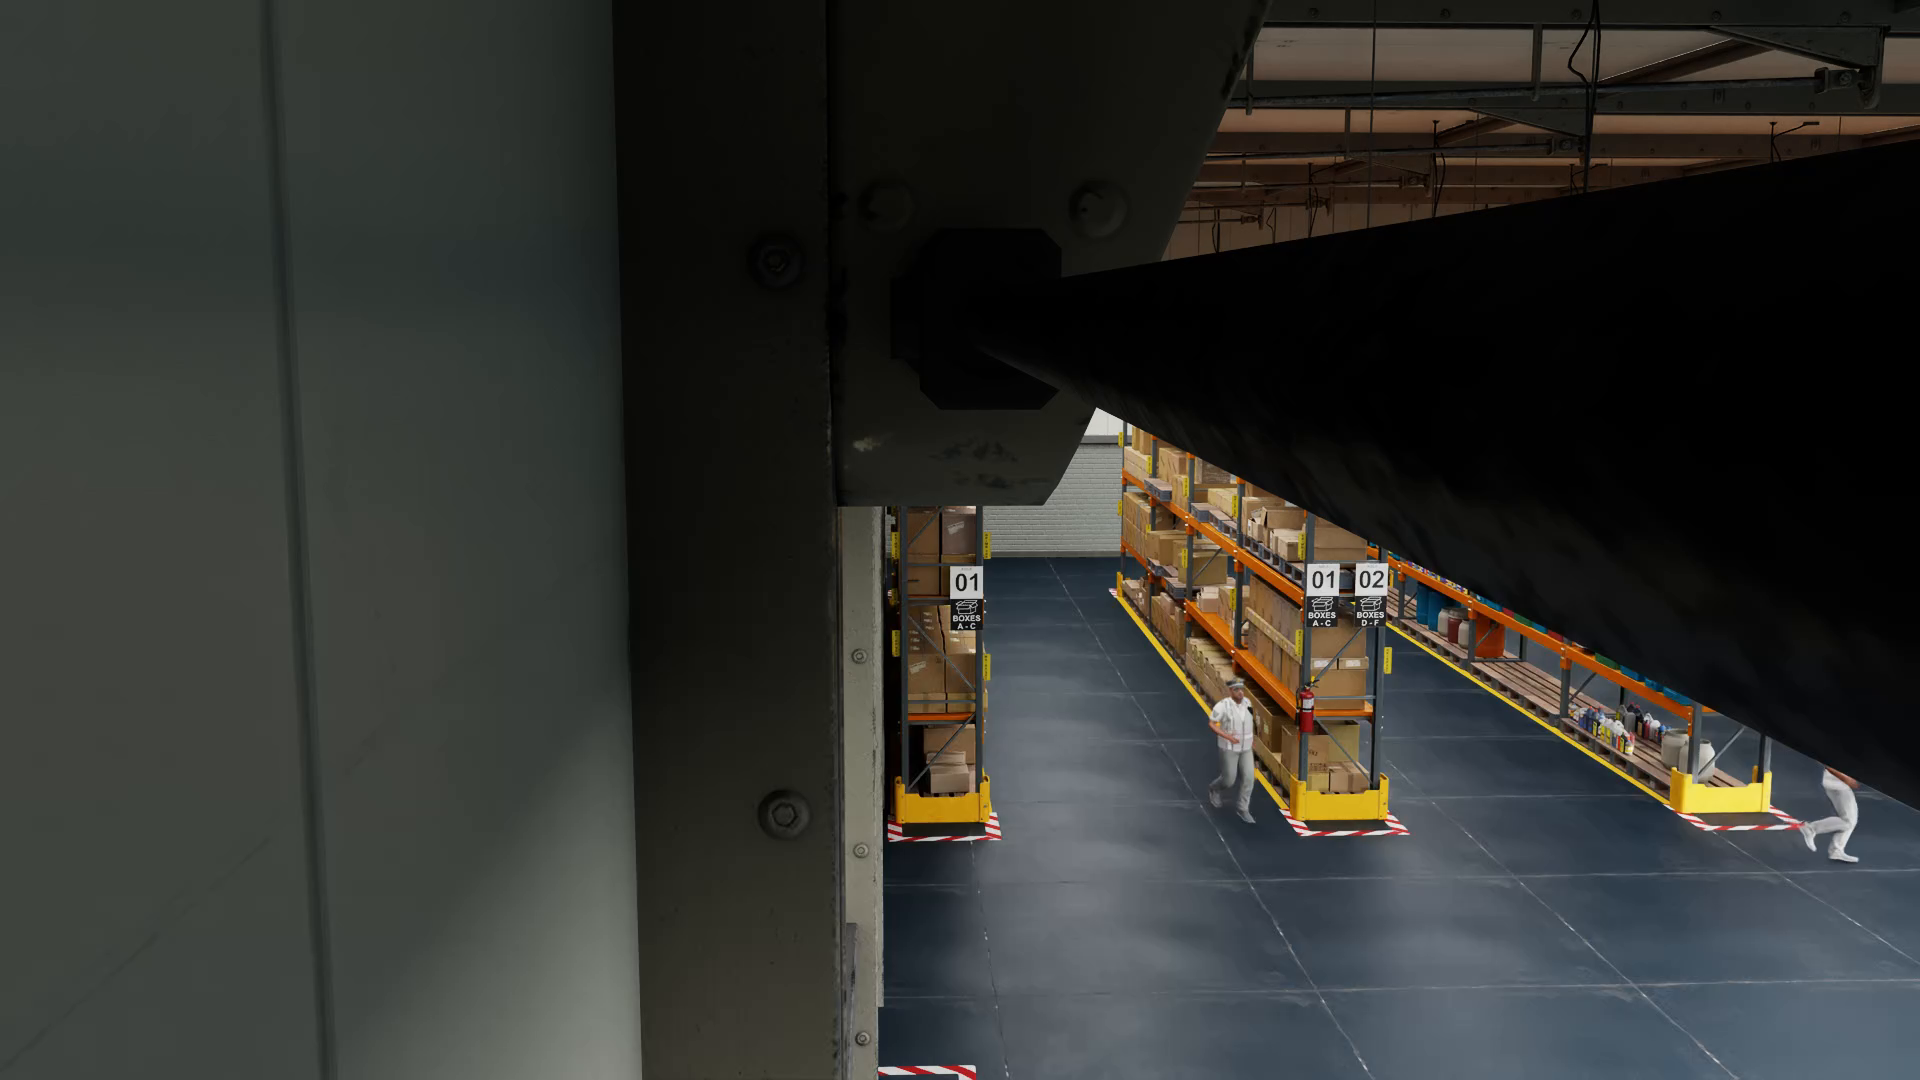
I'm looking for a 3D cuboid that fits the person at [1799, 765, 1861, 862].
[{"bbox_3d":[10.046,2.811,19.134,0.626,1.719,0.729,4,9,28],"label":"person"}]

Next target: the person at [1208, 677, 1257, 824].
[{"bbox_3d":[3.403,2.574,20.687,0.668,1.788,0.782,-3,9,-20],"label":"person"}]
